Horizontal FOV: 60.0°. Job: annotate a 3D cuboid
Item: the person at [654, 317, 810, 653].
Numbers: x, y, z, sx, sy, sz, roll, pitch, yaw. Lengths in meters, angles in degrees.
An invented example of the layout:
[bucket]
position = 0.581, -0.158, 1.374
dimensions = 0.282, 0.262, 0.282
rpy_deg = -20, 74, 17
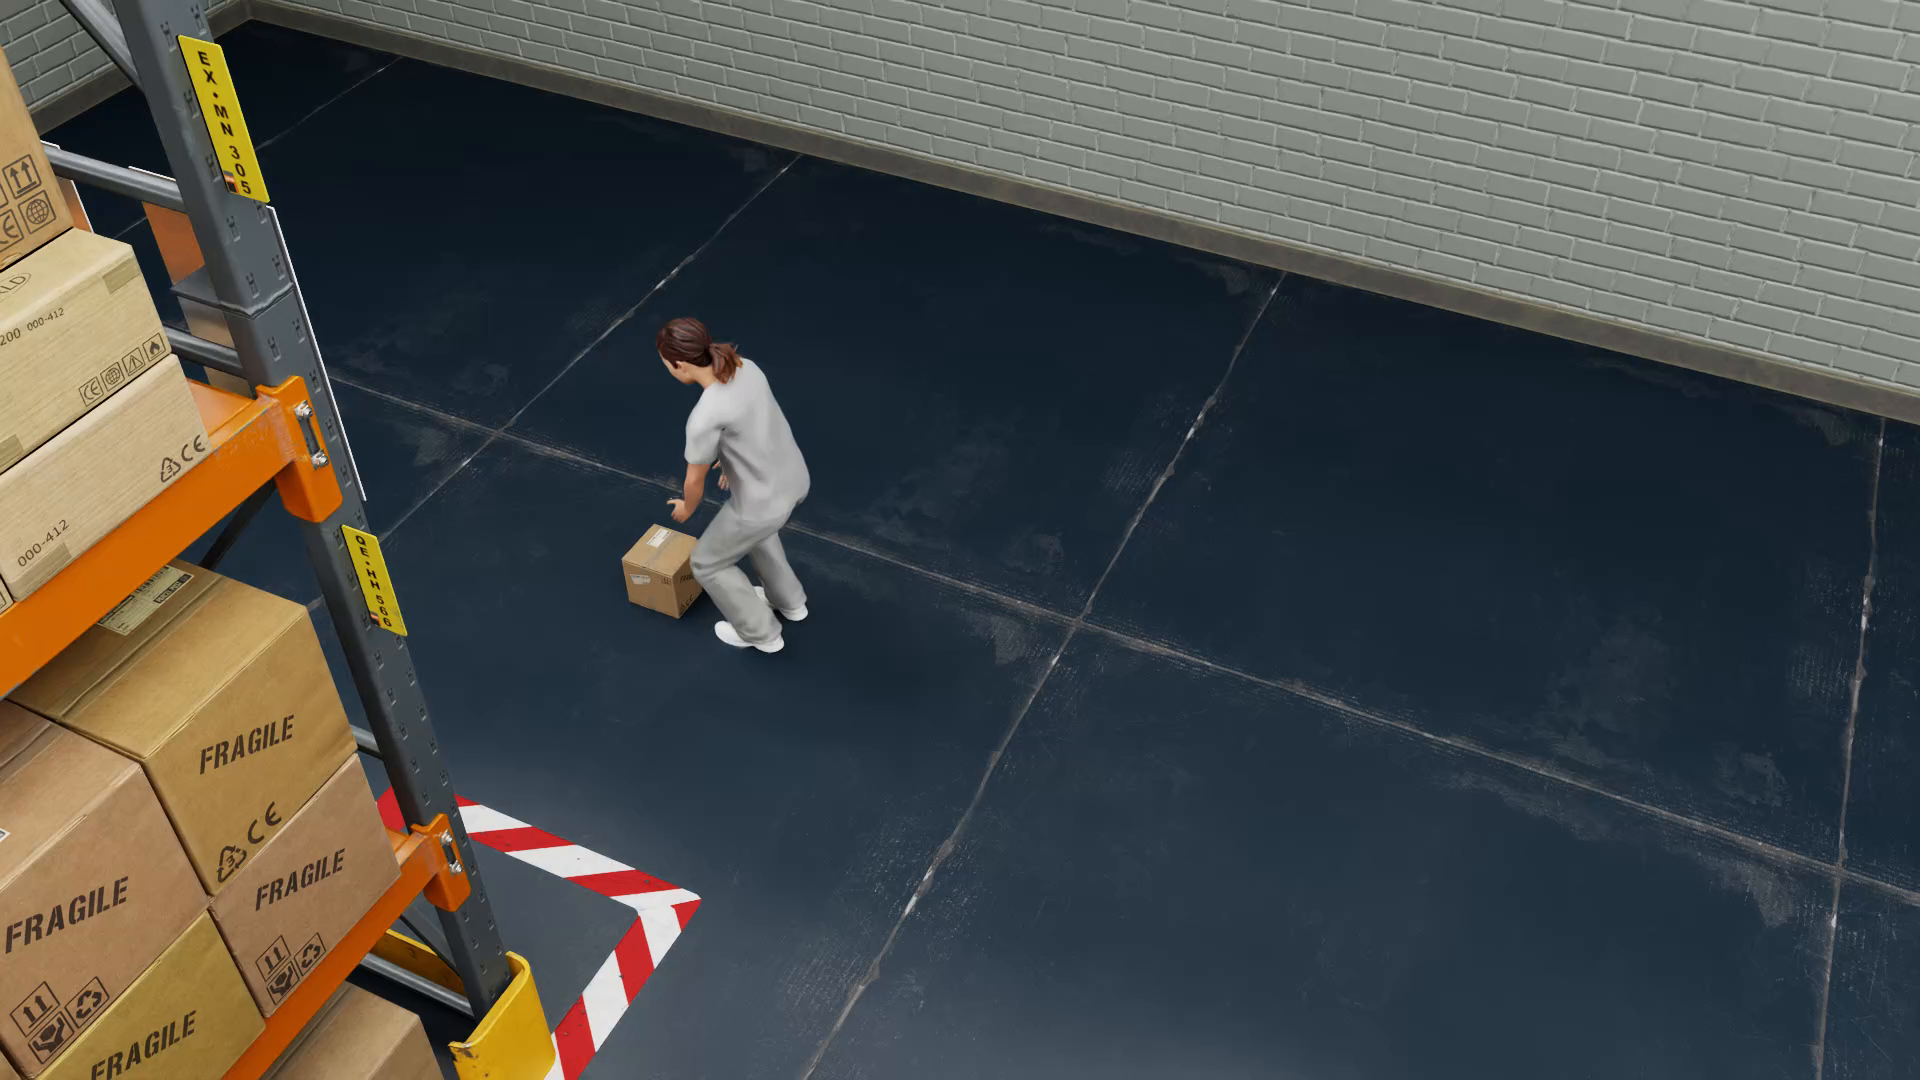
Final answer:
[person]
position = -0.872, -0.184, 6.507
dimensions = 0.532, 1.494, 0.483
rpy_deg = 18, 45, 19
